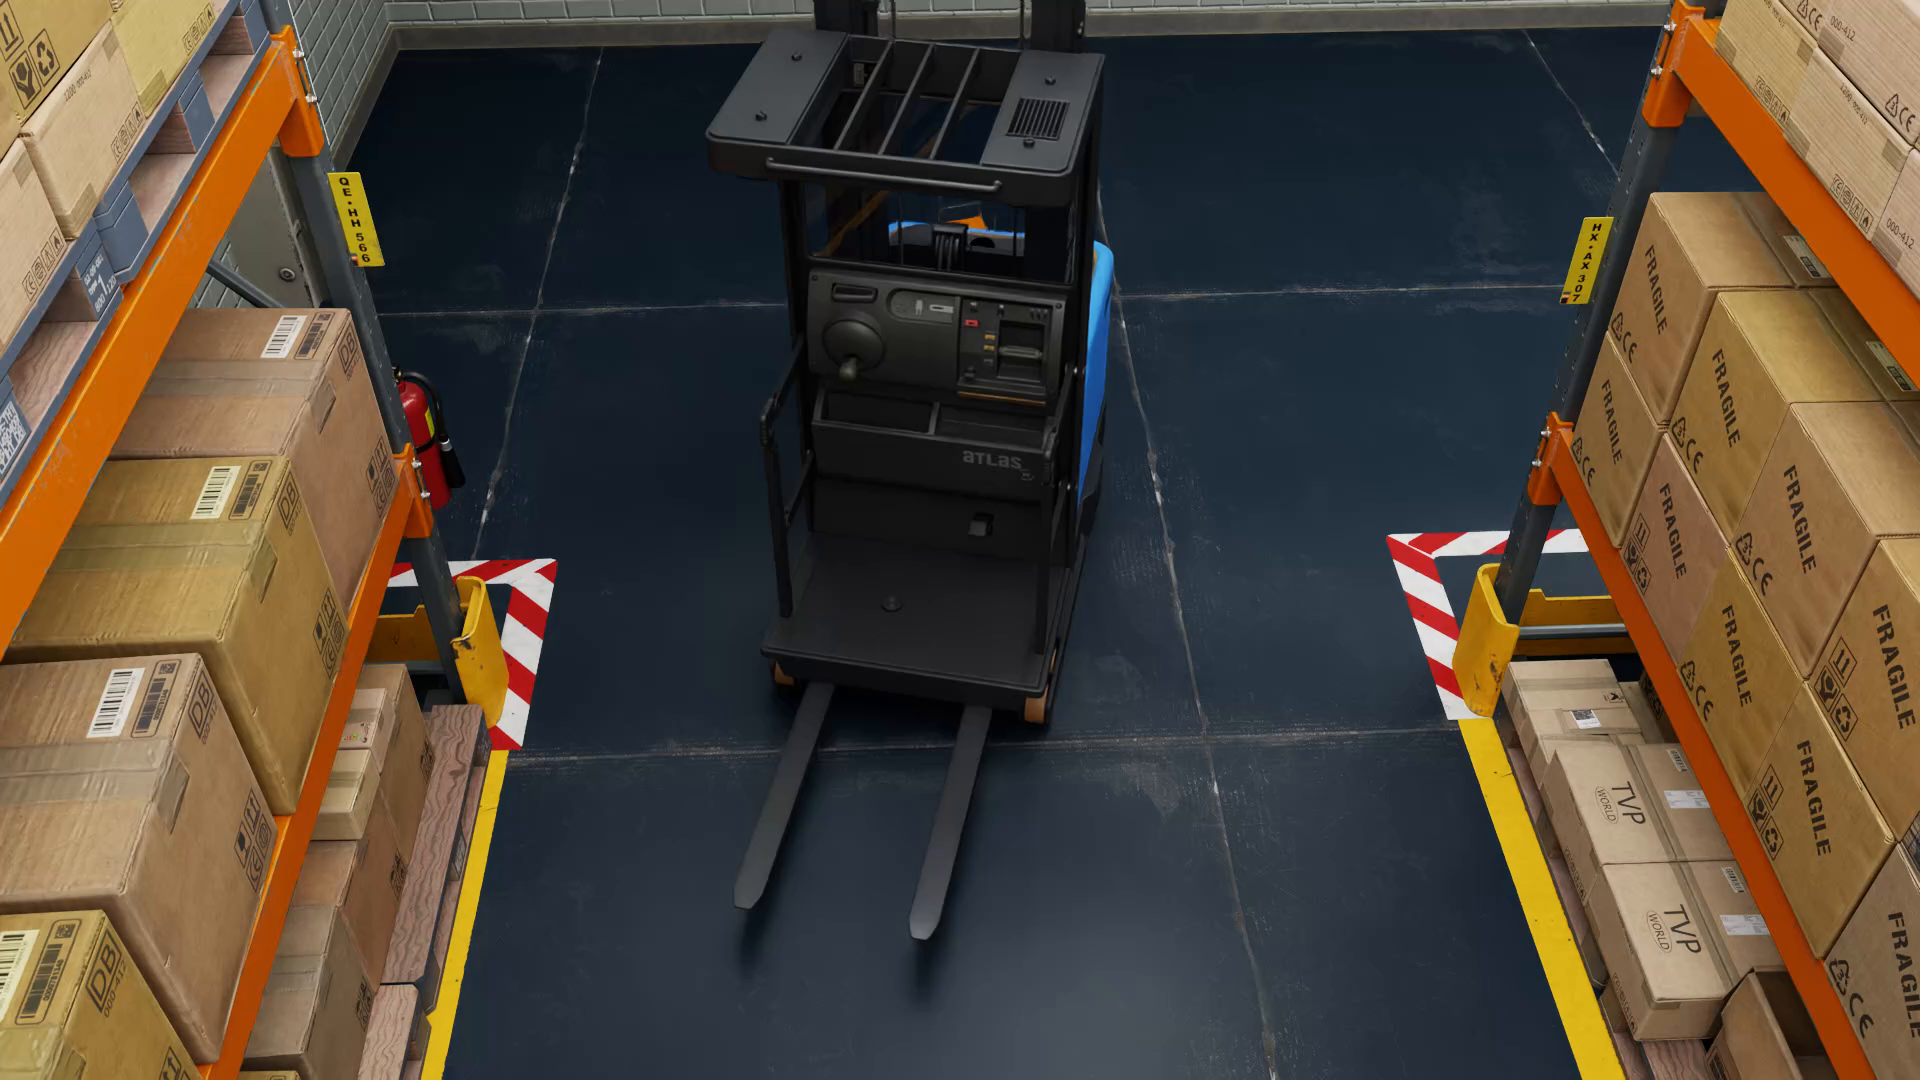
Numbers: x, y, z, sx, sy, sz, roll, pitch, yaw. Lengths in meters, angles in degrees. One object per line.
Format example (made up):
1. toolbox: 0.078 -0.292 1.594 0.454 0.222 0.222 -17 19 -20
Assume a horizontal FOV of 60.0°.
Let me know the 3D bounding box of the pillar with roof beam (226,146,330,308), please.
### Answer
1. pillar with roof beam: 0.941 -4.585 5.592 9.100 9.000 0.400 -2 43 -2

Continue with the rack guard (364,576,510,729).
1. rack guard: -2.382 0.454 6.385 1.175 0.500 0.348 -2 43 -2

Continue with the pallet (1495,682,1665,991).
1. pallet: 2.606 1.021 5.980 1.003 0.211 1.213 -2 43 -2

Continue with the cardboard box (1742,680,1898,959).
1. cardboard box: 2.388 0.699 4.194 0.500 0.500 0.500 -1 43 -1

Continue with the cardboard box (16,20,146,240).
1. cardboard box: -2.062 -0.856 3.470 0.500 0.250 0.500 -3 43 -3

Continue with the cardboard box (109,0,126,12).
1. cardboard box: -2.078 -1.484 3.600 0.500 0.500 0.500 -2 43 -2

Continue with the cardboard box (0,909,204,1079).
1. cardboard box: -2.244 1.279 3.413 0.980 0.700 0.700 -3 43 -3

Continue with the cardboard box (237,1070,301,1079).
1. cardboard box: -2.178 1.822 4.582 0.700 0.500 0.500 -1 43 -1

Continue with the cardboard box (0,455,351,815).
1. cardboard box: -2.308 0.273 4.511 0.980 0.700 0.700 -2 43 -2

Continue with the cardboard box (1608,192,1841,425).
1. cardboard box: 2.323 -0.695 4.974 0.500 0.500 0.500 0 43 0

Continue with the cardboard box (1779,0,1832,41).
1. cardboard box: 2.329 -1.477 4.162 0.500 0.250 0.500 -2 43 -2

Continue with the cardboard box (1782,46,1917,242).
1. cardboard box: 2.344 -0.955 3.963 0.500 0.250 0.500 -2 43 -2

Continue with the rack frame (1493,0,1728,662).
1. rack frame: 2.568 -0.596 5.681 1.000 3.000 0.127 -2 43 -2

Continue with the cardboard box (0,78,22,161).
1. cardboard box: -2.037 -0.794 2.847 0.500 0.500 0.500 -3 43 -4

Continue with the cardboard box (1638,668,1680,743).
1. cardboard box: 2.837 0.523 5.984 0.500 0.500 0.500 -2 43 -2

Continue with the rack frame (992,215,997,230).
1. rack frame: 0.063 -1.009 7.574 0.200 1.050 0.008 -10 44 -11

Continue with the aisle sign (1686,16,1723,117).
1. aisle sign: 2.271 -1.592 4.843 0.394 0.787 0.004 -2 43 -2

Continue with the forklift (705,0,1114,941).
1. forklift: -0.131 -0.644 5.783 1.130 2.935 3.031 8 43 8

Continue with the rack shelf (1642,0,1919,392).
1. rack shelf: 2.653 -0.087 3.437 1.077 0.370 4.000 -2 43 -2

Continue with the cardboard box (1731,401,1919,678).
1. cardboard box: 2.369 -0.004 4.220 0.500 0.500 0.500 -1 43 -1

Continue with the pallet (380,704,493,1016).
1. pallet: -2.269 1.114 5.879 1.003 0.211 1.213 -2 43 -2

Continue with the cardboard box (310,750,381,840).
1. cardboard box: -2.053 0.800 5.217 0.380 0.149 0.250 -1 43 -1

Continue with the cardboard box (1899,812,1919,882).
1. cardboard box: 2.412 0.679 3.476 0.500 0.500 0.500 -1 43 -1

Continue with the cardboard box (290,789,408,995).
1. cardboard box: -2.230 1.123 5.345 0.700 0.500 0.500 -2 43 -2

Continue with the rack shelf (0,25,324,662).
1. rack shelf: -2.296 0.058 3.279 1.077 0.370 4.000 -2 43 -2

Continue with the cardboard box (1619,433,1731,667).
1. cardboard box: 2.350 0.022 4.932 0.500 0.500 0.500 -2 43 -2

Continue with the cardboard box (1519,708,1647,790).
1. cardboard box: 2.253 0.747 5.986 0.380 0.166 0.250 -2 43 -2

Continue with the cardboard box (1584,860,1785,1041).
1. cardboard box: 2.350 1.305 5.315 0.500 0.250 0.500 -2 43 -2

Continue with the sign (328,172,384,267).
1. sign: -1.839 -0.972 5.058 0.100 0.325 0.005 -2 43 -2

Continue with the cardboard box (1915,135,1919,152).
1. cardboard box: 2.371 -0.802 3.426 0.500 0.250 0.500 -2 43 -2

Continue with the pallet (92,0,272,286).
1. pallet: -2.339 -1.024 3.993 1.003 0.211 1.213 -2 43 -2

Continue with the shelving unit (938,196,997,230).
1. shelving unit: 0.030 -1.088 7.660 0.215 1.050 0.252 -10 44 -11
